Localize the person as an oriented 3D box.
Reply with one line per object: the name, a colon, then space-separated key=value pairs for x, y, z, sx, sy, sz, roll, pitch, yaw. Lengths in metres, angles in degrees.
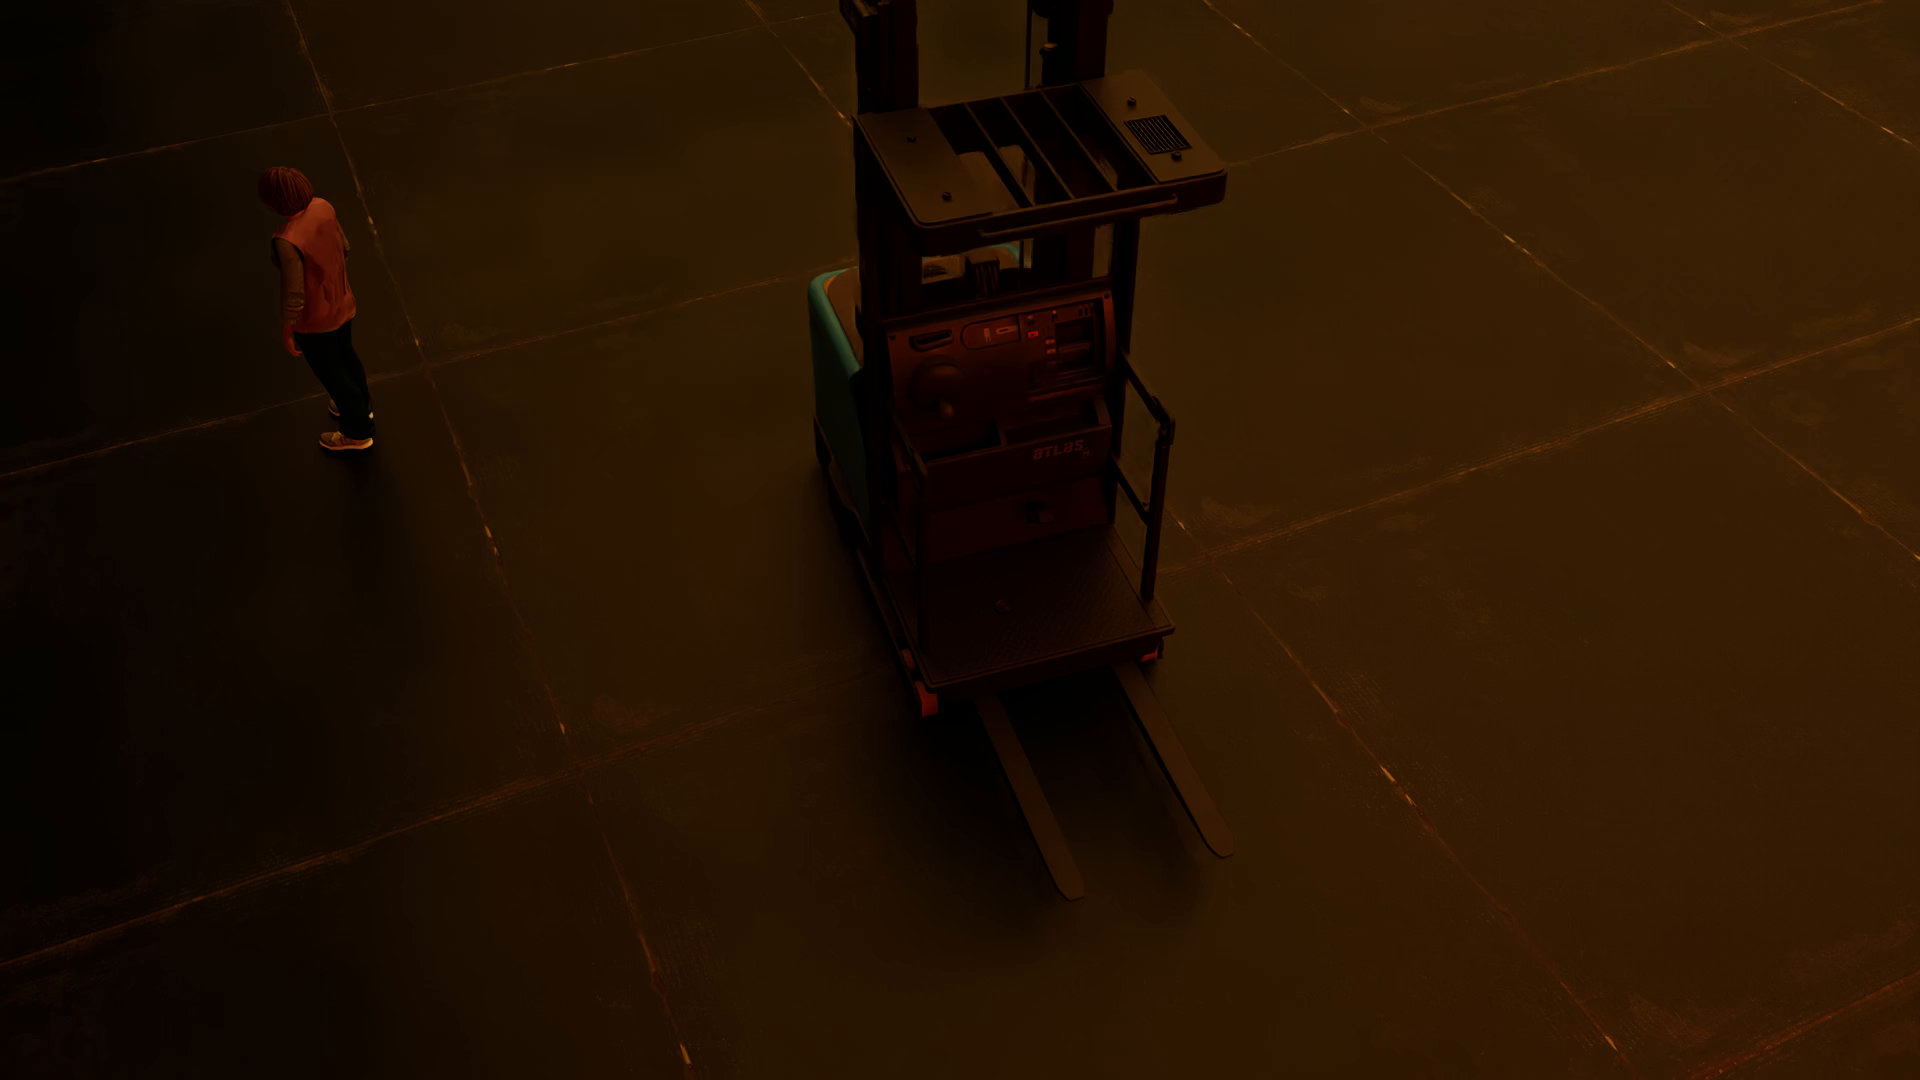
person: x=-3.059 y=-1.076 z=7.801 sx=0.474 sy=1.597 sz=0.520 roll=10 pitch=44 yaw=11

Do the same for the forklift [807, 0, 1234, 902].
forklift: x=0.237 y=-0.639 z=6.364 sx=1.130 sy=2.935 sz=3.031 roll=-13 pitch=45 yaw=-13
